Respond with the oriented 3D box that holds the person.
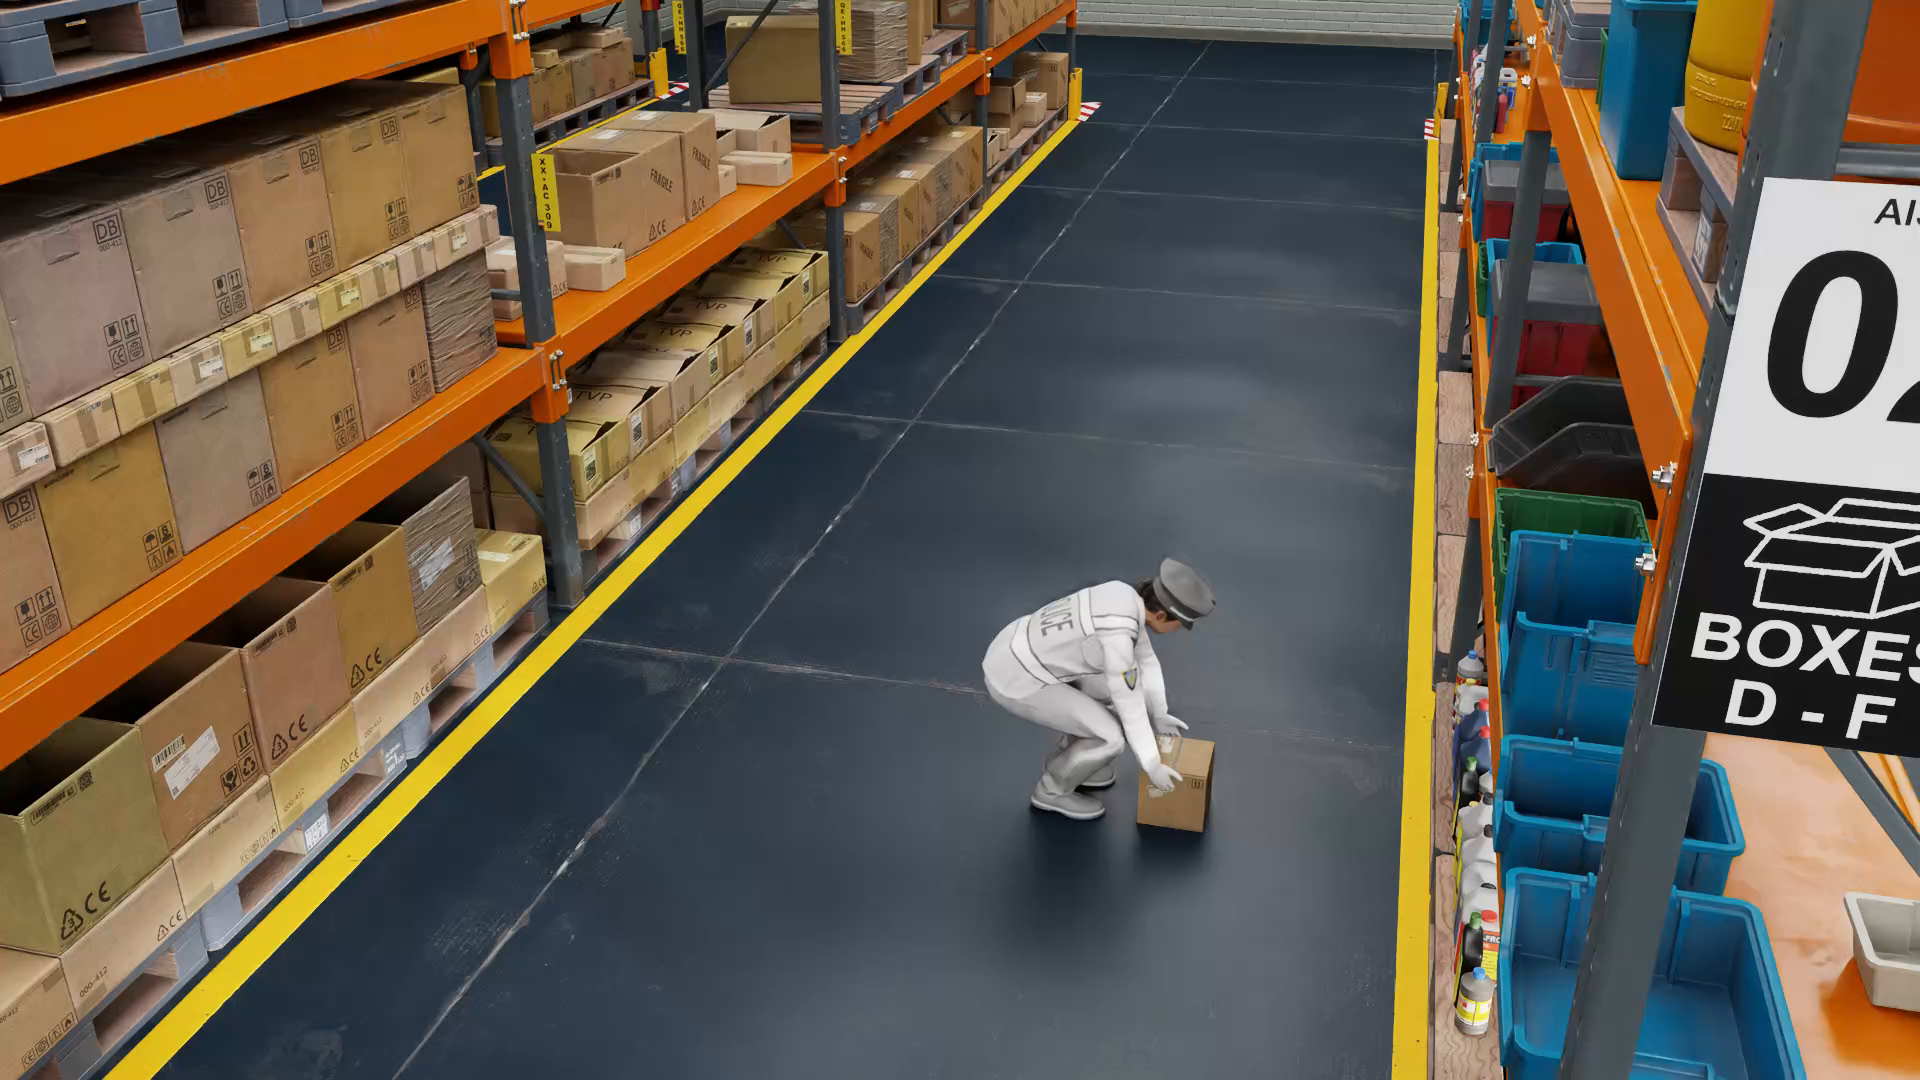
[{"bbox_3d":[0.516,0.530,6.268,0.840,1.006,0.493,6,26,13],"label":"person"}]
